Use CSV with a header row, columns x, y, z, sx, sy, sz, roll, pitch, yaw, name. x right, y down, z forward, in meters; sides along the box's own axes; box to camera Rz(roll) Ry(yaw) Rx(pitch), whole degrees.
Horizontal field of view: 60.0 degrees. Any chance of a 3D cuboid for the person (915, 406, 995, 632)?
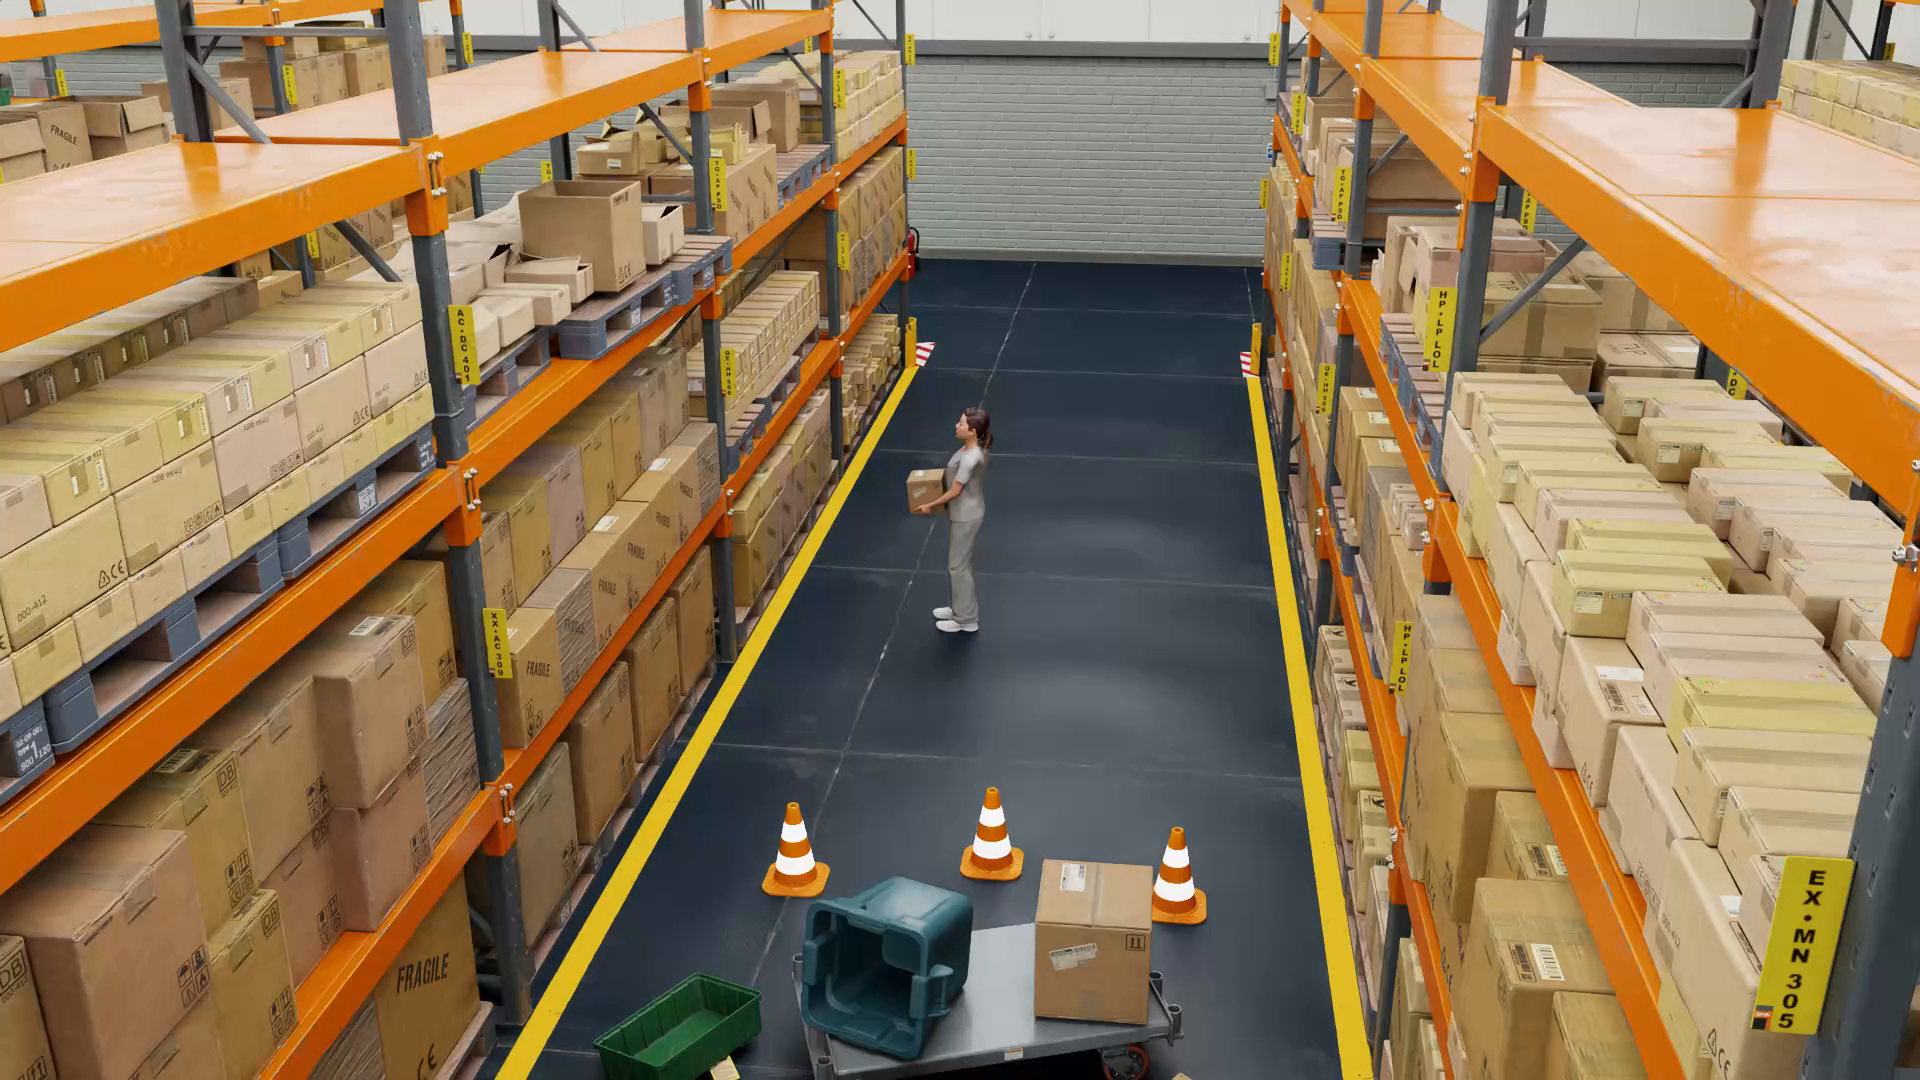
x,y,z,sx,sy,sz,roll,pitch,yaw,name
-0.031,-0.153,11.909,0.558,1.651,0.439,3,21,6,person
